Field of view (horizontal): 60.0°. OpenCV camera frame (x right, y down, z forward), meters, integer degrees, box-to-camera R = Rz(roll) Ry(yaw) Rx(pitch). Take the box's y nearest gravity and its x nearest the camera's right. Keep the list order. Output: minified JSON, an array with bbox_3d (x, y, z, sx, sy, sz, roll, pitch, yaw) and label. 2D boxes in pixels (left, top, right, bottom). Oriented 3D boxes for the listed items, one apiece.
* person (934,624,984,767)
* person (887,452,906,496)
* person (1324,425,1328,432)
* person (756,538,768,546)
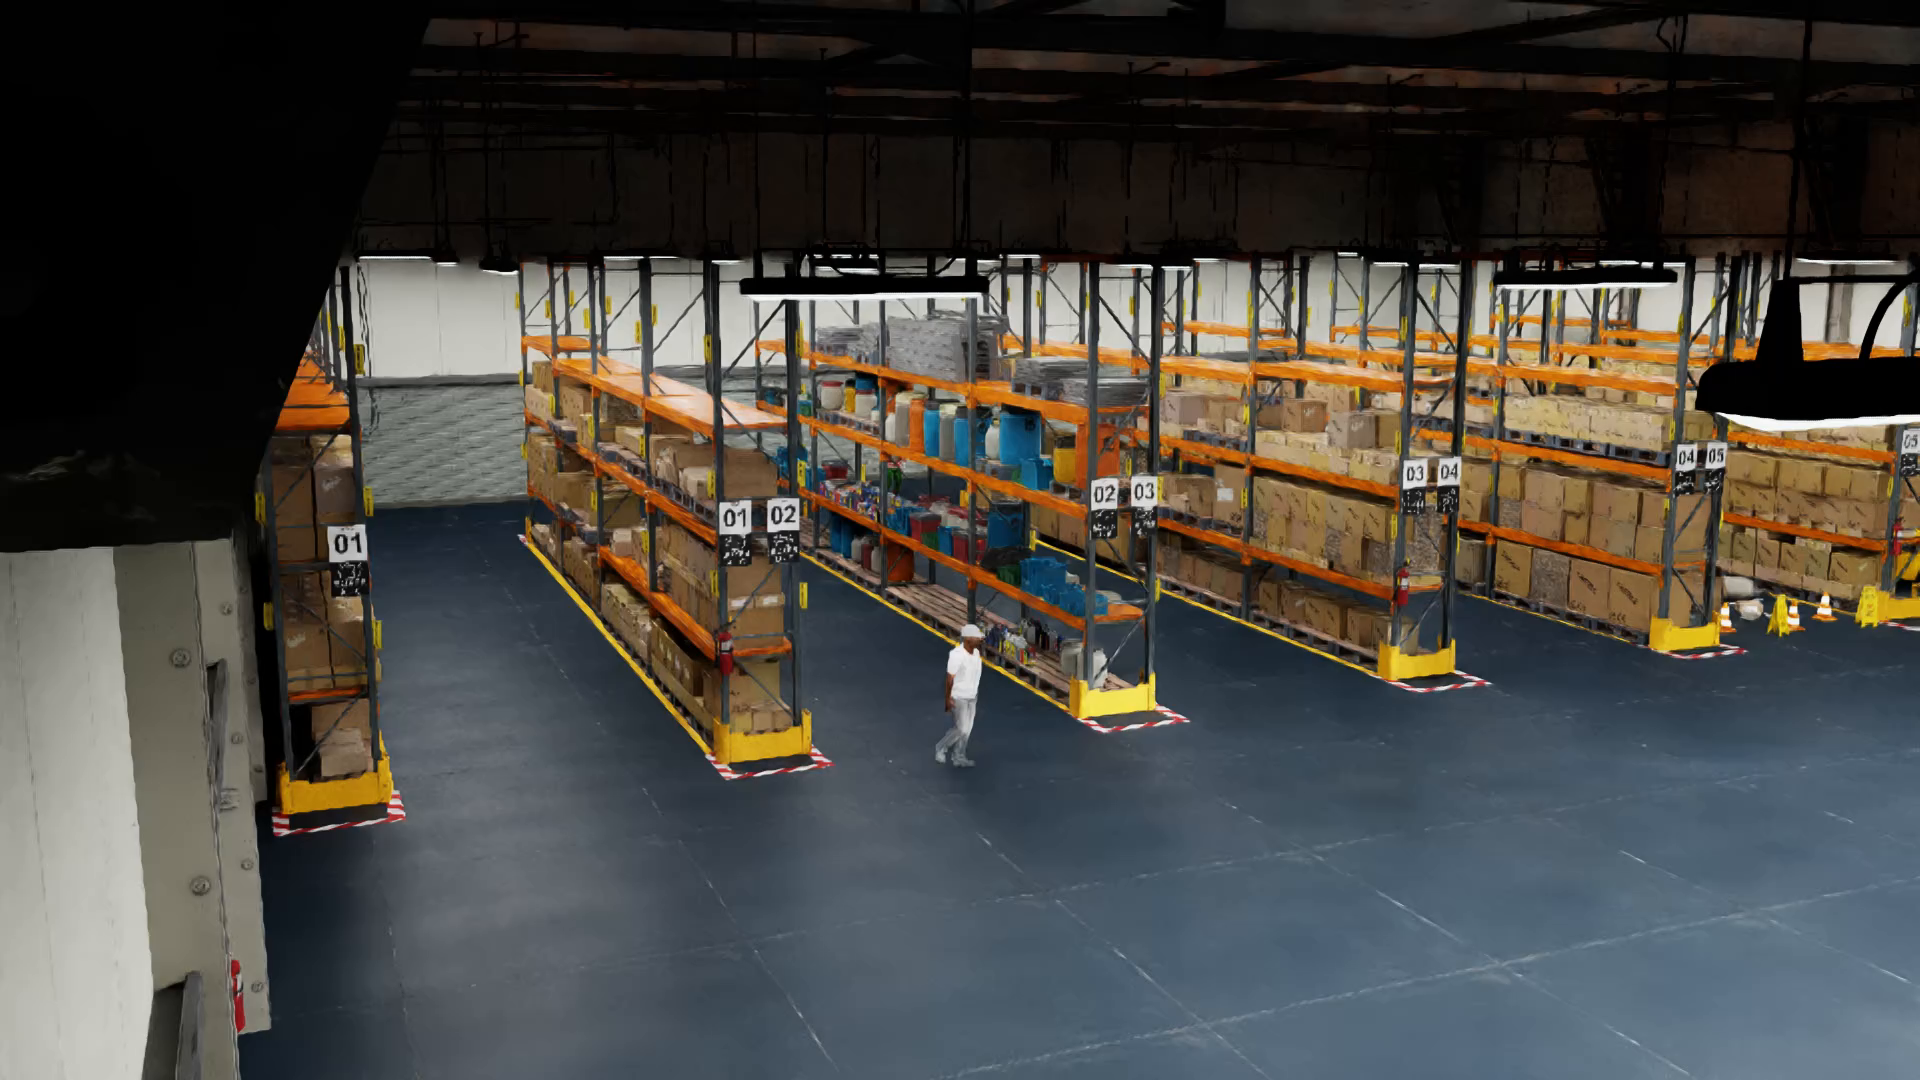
[{"bbox_3d":[-0.002,1.866,19.987,0.571,1.760,0.616,6,12,31],"label":"person"},{"bbox_3d":[-1.596,-1.734,39.723,0.677,1.742,0.552,-5,11,-23],"label":"person"},{"bbox_3d":[8.916,-1.974,40.400,0.558,1.643,0.662,1,10,8],"label":"person"},{"bbox_3d":[-3.395,0.255,29.138,0.455,1.612,1.019,-4,11,-23],"label":"person"}]
